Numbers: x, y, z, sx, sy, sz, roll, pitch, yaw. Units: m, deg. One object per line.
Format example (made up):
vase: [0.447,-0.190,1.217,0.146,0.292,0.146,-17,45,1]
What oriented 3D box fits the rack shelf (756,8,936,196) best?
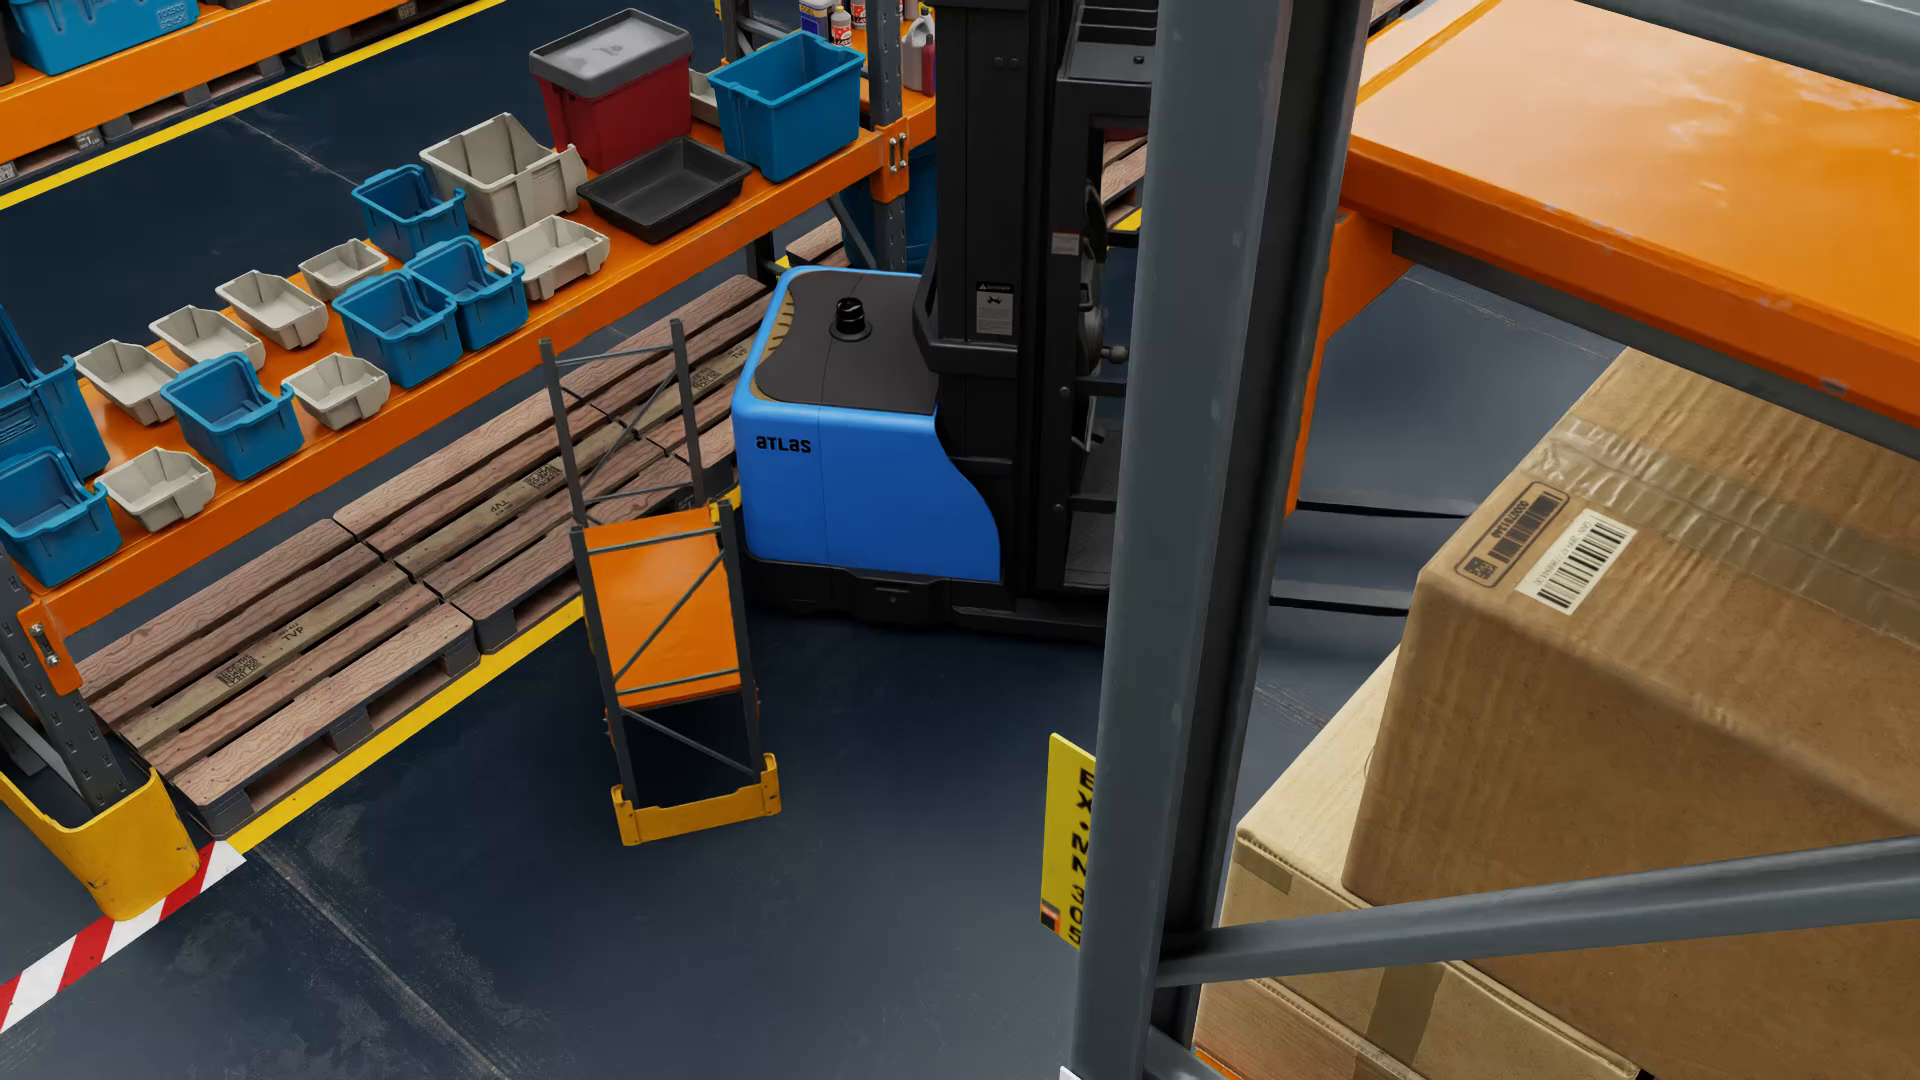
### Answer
rack shelf: [0.615,-2.946,8.795,1.077,0.370,4.000,29,50,28]

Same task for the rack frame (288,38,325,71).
rack frame: [-4.463,-4.326,9.778,1.000,3.000,0.127,29,50,28]

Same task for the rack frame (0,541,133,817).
rack frame: [-3.247,-0.122,5.155,1.000,3.000,0.127,29,50,28]

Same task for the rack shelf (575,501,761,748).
rack shelf: [-1.086,0.284,6.091,0.538,0.185,1.000,-11,43,-12]

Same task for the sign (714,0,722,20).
sign: [-1.092,-2.523,7.590,0.100,0.325,0.005,29,50,28]

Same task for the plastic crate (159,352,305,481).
plastic crate: [-2.412,-0.406,5.547,0.416,0.233,0.300,29,50,28]

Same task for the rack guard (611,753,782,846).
rack guard: [-0.949,0.941,6.029,0.587,0.250,0.087,-11,43,-12]

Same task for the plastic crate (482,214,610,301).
plastic crate: [-1.563,-1.080,6.359,0.293,0.136,0.466,29,50,28]

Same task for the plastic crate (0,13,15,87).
plastic crate: [-2.786,-1.261,4.275,0.497,0.269,0.590,29,50,28]

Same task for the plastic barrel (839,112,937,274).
plastic barrel: [-0.309,-1.834,8.285,0.600,0.901,0.708,29,50,28]

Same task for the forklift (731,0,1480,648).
forklift: [0.678,-0.984,6.154,3.031,2.935,1.130,5,43,6]

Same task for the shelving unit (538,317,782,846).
shelving unit: [-1.084,0.156,5.963,0.587,1.500,1.083,-11,43,-12]

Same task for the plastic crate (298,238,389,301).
plastic crate: [-2.326,-1.003,6.274,0.298,0.136,0.250,29,50,28]

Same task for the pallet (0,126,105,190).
pallet: [-5.798,-2.306,9.629,1.003,0.211,1.213,29,50,28]

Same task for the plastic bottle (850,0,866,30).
plastic bottle: [-0.480,-2.565,7.989,0.097,0.201,0.097,0,42,0]

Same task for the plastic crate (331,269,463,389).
plastic crate: [-1.988,-0.745,5.920,0.416,0.233,0.300,29,50,28]

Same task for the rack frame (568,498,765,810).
rack frame: [-0.949,0.480,5.608,0.500,1.500,0.032,-11,43,-12]

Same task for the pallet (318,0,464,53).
pallet: [-4.024,-3.725,11.189,1.003,0.211,1.213,29,50,28]

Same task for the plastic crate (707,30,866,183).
plastic crate: [-0.712,-1.810,6.978,0.392,0.384,0.575,29,50,28]

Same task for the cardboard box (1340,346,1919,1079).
cardboard box: [0.860,0.236,1.714,0.700,0.500,0.500,29,50,28]

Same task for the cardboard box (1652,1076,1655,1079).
cardboard box: [1.067,0.815,2.005,0.500,0.250,0.500,29,50,28]

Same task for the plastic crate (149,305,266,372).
plastic crate: [-2.663,-0.688,5.929,0.396,0.136,0.243,29,50,28]

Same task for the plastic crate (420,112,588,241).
plastic crate: [-1.796,-1.454,6.663,0.437,0.282,0.530,29,50,28]

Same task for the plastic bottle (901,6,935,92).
plastic bottle: [-0.172,-2.225,7.504,0.144,0.351,0.185,29,50,28]

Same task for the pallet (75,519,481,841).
pallet: [-2.686,0.502,6.541,1.003,0.211,1.213,29,50,28]

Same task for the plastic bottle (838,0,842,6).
plastic bottle: [-0.612,-2.523,7.943,0.097,0.201,0.097,0,42,0]

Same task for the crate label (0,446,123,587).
crate label: [-2.836,-0.067,5.174,0.416,0.233,0.303,29,50,28]

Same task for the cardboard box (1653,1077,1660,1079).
cardboard box: [1.072,0.633,1.834,0.500,0.250,0.500,29,50,28]

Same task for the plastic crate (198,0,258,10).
plastic crate: [-2.053,-1.877,4.901,0.504,0.338,0.767,29,50,28]

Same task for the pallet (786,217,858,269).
pallet: [-0.144,-1.529,8.775,1.003,0.211,1.213,29,50,28]

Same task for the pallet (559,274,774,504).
pallet: [-1.116,-0.755,7.923,1.003,0.211,1.213,29,50,28]

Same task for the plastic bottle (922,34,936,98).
plastic bottle: [-0.110,-2.143,7.464,0.061,0.283,0.133,29,50,28]

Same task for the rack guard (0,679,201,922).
rack guard: [-3.252,0.821,5.976,1.175,0.500,0.348,29,50,28]
